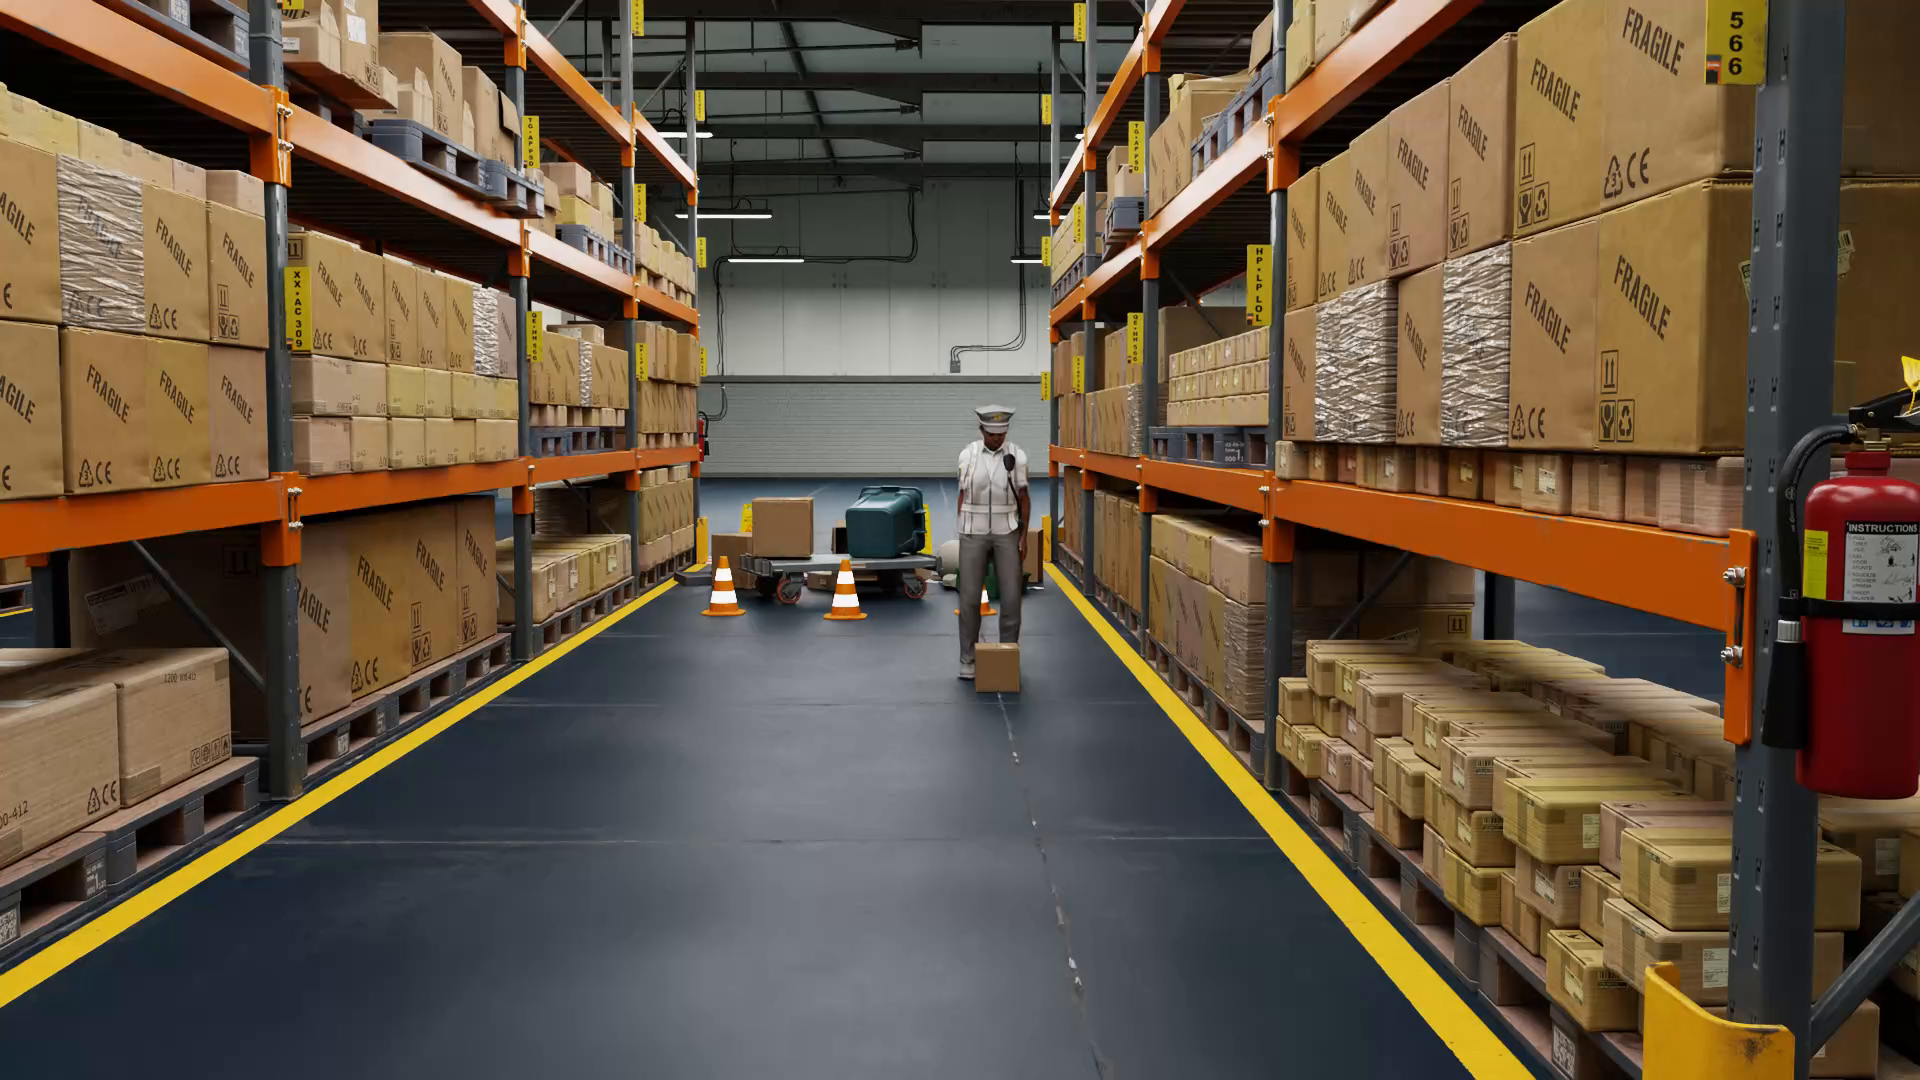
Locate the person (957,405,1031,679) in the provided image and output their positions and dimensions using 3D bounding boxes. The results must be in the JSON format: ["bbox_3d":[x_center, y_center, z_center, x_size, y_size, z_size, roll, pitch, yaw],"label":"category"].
[{"bbox_3d":[0.204,0.012,10.021,0.444,1.649,0.365,0,4,0],"label":"person"}]
